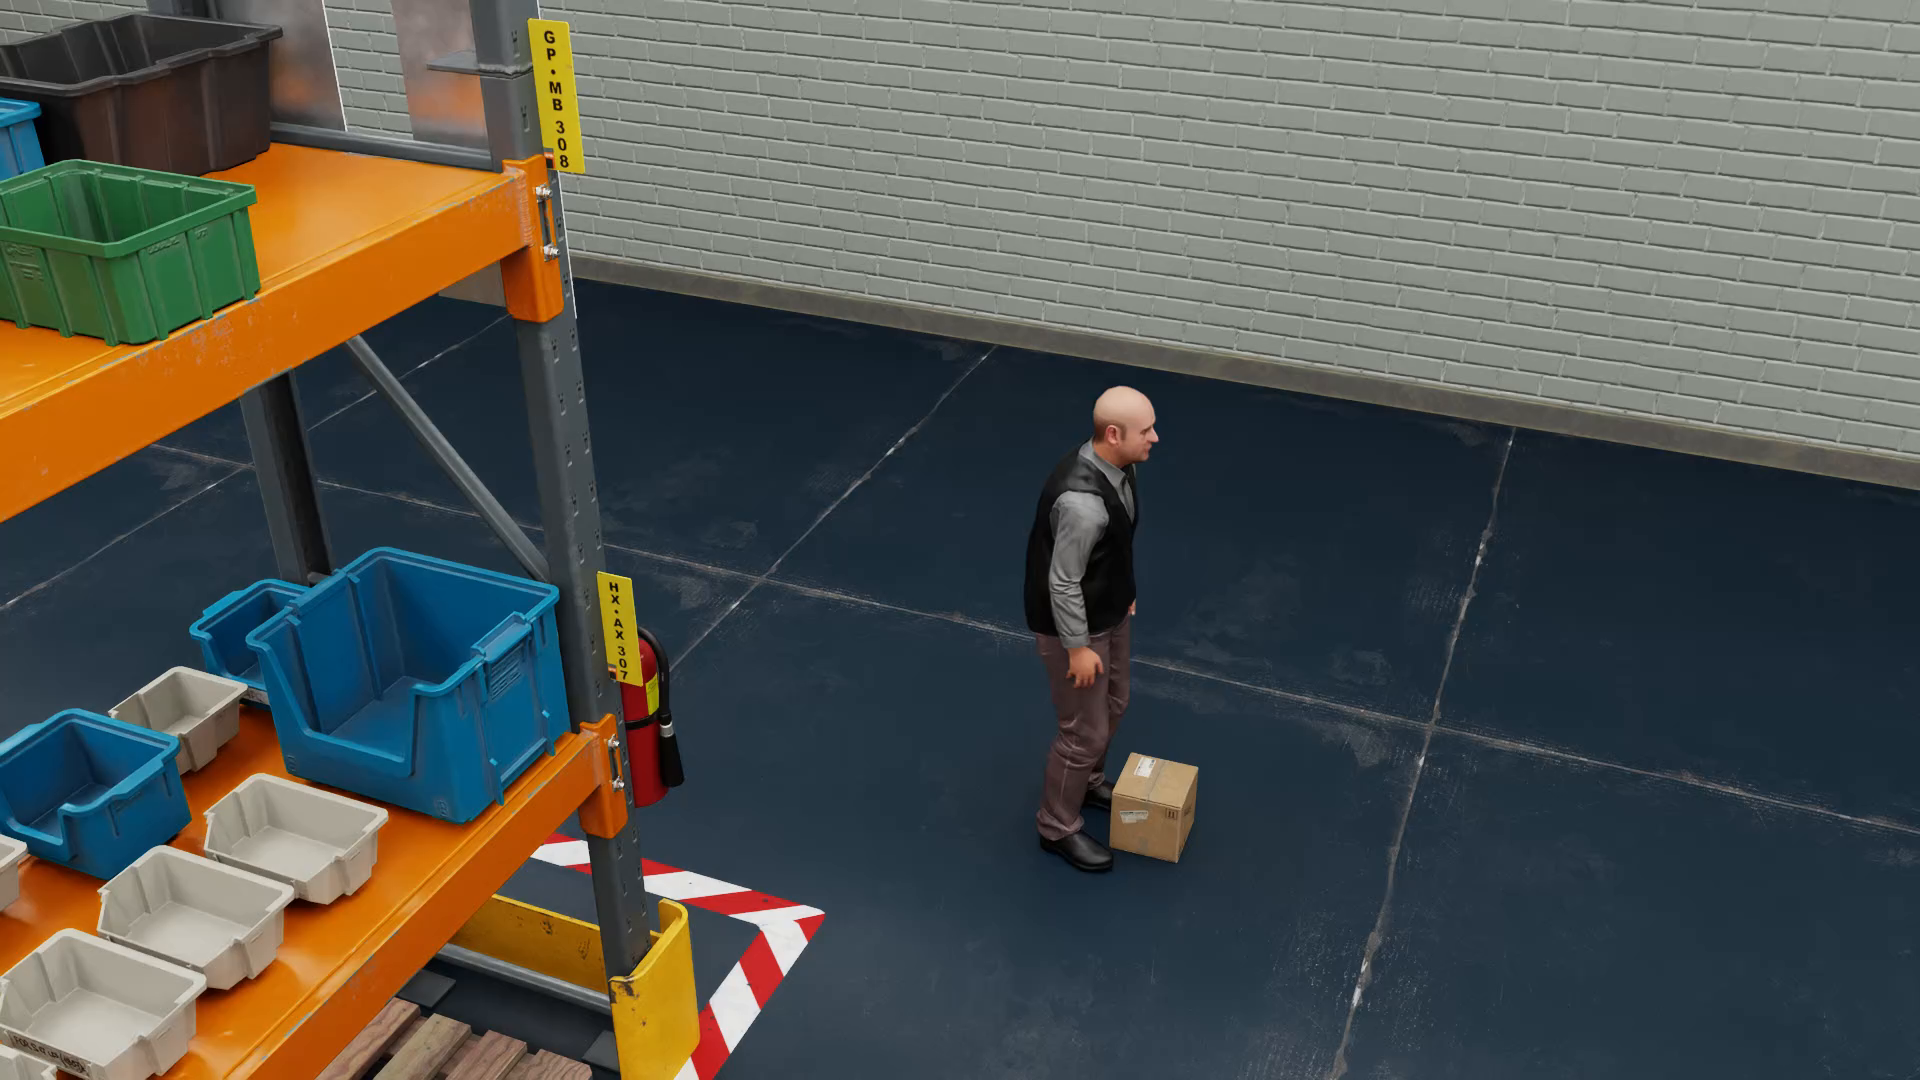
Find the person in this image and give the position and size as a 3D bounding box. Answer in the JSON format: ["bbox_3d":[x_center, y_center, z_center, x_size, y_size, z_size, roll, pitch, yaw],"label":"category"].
[{"bbox_3d":[0.433,0.267,5.679,0.412,1.721,0.587,11,31,18],"label":"person"}]
